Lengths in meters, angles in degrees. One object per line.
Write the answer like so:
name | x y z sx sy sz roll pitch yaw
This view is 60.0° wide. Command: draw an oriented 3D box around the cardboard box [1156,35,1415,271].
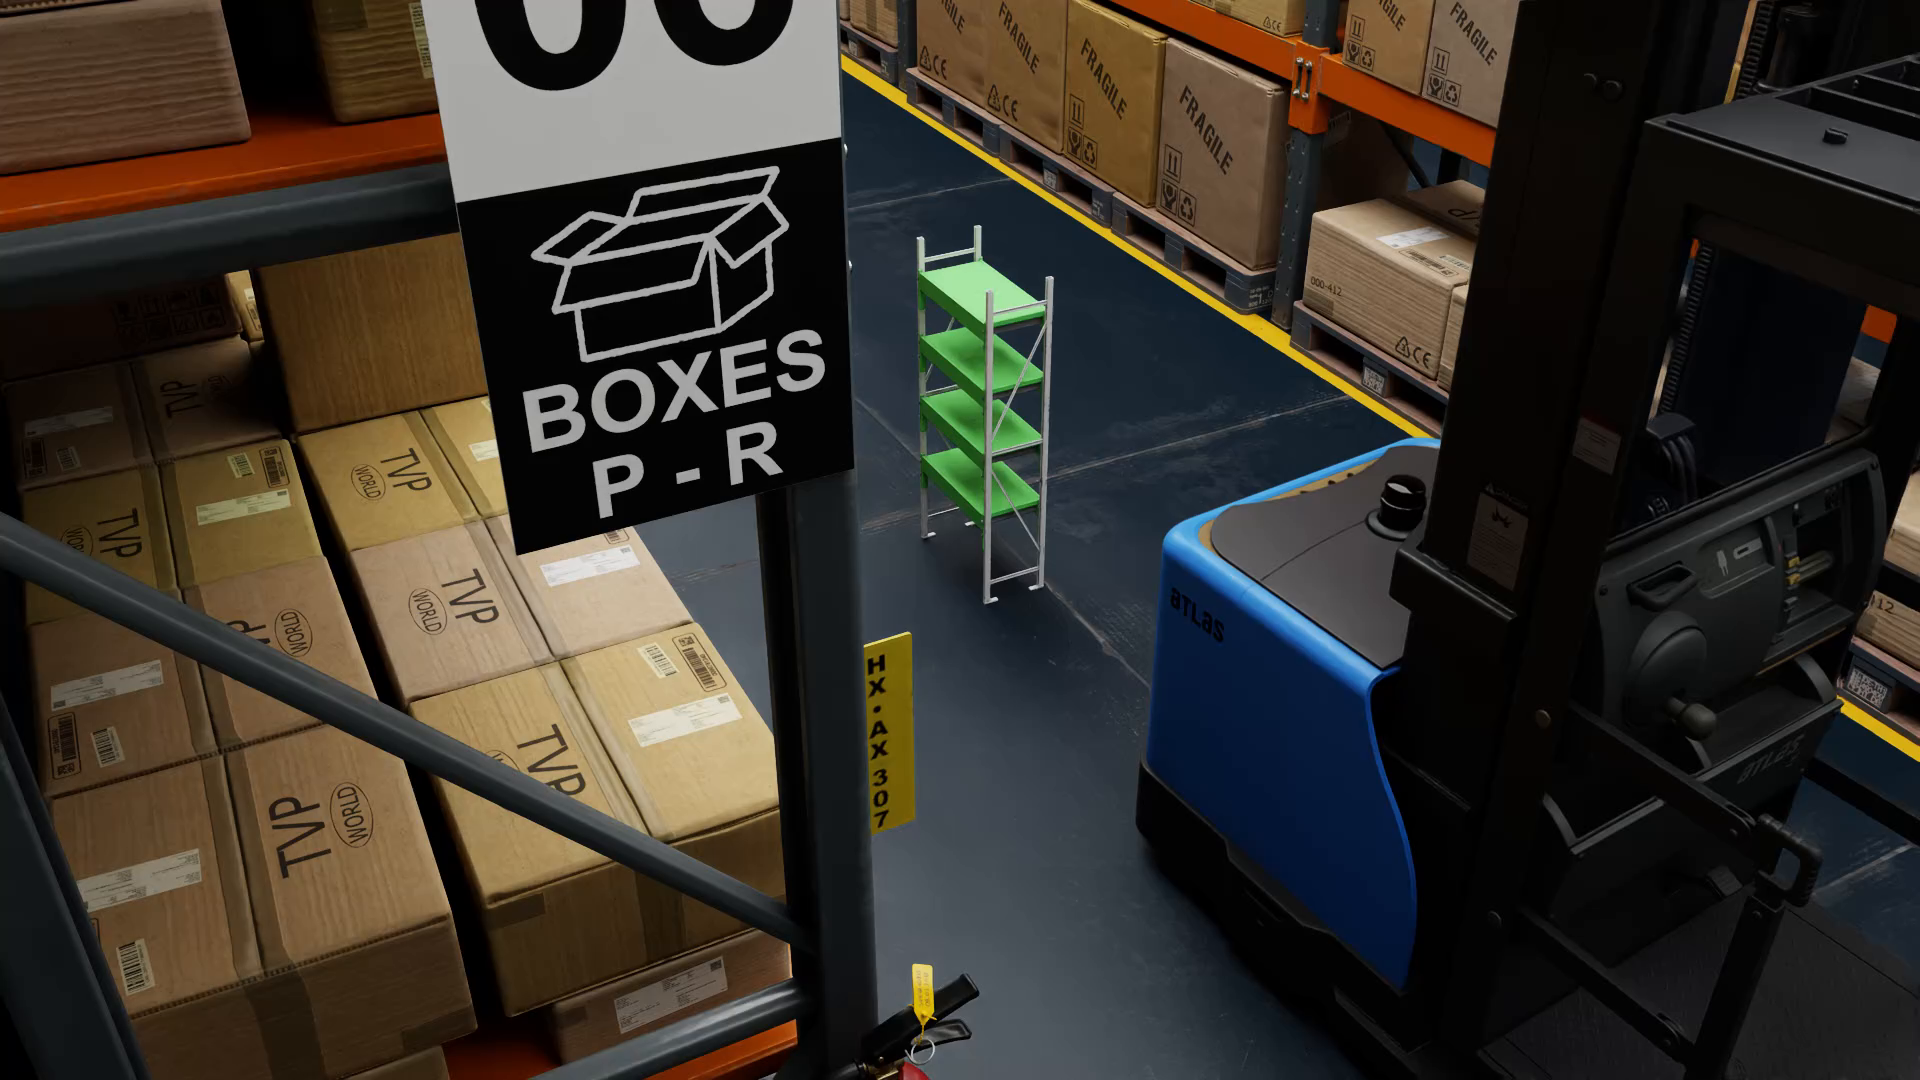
cardboard box | 1.576 -1.946 8.087 0.875 0.875 0.875 -15 35 -22

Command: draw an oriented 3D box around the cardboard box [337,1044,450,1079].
cardboard box | -0.980 0.786 2.475 0.380 0.149 0.250 -16 36 -24

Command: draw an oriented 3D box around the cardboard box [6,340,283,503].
cardboard box | -1.747 -0.177 3.609 0.500 0.250 0.500 -16 36 -23

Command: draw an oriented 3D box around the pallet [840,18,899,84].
pallet | -0.292 -3.496 11.511 1.003 0.211 1.213 -16 36 -23

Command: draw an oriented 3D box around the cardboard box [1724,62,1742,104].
cardboard box | 2.620 -1.414 5.584 0.500 0.500 0.500 -15 35 -22

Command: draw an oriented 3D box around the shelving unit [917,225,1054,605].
shelving unit | 0.077 -0.426 5.803 0.258 1.200 0.503 -16 36 -23

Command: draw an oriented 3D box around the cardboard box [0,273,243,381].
cardboard box | -1.995 -0.738 3.790 0.500 0.500 0.500 -17 36 -24

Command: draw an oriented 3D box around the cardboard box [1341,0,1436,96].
cardboard box | 1.923 -2.140 6.718 0.500 0.500 0.500 -15 35 -22

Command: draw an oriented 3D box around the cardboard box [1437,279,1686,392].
cardboard box | 2.552 -0.732 6.598 0.875 0.438 0.875 -17 36 -24

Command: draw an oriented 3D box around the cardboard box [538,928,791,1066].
cardboard box | -0.499 0.651 2.686 0.380 0.149 0.250 -16 36 -23

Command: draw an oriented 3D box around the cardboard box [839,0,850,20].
cardboard box | -0.535 -3.990 11.743 0.950 0.372 0.625 -17 36 -24

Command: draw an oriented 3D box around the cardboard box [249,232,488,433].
cardboard box | -1.261 -0.607 3.585 0.500 0.500 0.500 -15 36 -22

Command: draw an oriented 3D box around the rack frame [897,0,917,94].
rack frame | 0.071 -4.297 10.177 1.000 3.000 0.127 -16 36 -23

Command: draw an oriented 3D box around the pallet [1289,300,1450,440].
pallet | 2.221 -0.831 7.352 1.003 0.211 1.213 -16 36 -23

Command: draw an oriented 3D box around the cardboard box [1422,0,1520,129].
cardboard box | 2.154 -1.899 6.341 0.500 0.500 0.500 -16 36 -23

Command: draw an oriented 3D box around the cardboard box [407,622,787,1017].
cardboard box | -0.562 0.425 2.670 0.500 0.250 0.500 -16 36 -23

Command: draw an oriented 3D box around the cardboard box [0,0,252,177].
cardboard box | -0.942 -0.481 1.672 0.380 0.149 0.250 -15 36 -22

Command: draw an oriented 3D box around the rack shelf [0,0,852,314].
rack shelf | -1.521 -1.144 3.141 1.077 0.370 4.000 -16 36 -23

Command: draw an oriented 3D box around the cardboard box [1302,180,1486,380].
cardboard box | 2.134 -1.160 7.265 0.875 0.438 0.875 -16 36 -24

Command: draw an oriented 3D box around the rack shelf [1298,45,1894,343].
rack shelf | 2.868 -1.131 5.901 1.077 0.370 4.000 -16 36 -23

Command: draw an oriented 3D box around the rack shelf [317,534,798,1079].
rack shelf | -1.521 0.119 3.950 1.077 0.370 4.000 -16 36 -23

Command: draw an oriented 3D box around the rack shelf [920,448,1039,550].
rack shelf | 0.077 -0.170 5.967 0.258 0.148 0.480 -16 36 -23

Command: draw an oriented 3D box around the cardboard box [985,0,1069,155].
cardboard box | 0.732 -2.802 9.423 0.875 0.875 0.875 -15 36 -23

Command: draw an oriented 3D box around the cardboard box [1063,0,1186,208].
cardboard box | 1.148 -2.375 8.757 0.875 0.875 0.875 -15 36 -22

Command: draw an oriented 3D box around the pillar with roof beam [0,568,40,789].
pillar with roof beam | 0.882 -4.188 4.445 9.100 9.000 0.400 -16 36 -23

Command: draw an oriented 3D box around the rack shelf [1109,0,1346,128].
rack shelf | 1.003 -3.040 8.881 1.077 0.370 4.000 -16 36 -23

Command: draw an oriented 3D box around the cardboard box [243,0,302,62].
cardboard box | -0.677 -0.715 2.038 0.380 0.149 0.250 -15 36 -22

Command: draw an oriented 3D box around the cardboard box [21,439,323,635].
cardboard box | -1.504 0.072 3.220 0.500 0.250 0.500 -15 35 -22

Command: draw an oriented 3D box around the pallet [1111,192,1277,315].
pallet | 1.509 -1.563 8.494 1.003 0.211 1.213 -16 36 -23

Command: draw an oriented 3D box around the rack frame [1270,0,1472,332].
rack frame | 1.936 -2.388 7.197 1.000 3.000 0.127 -16 36 -23

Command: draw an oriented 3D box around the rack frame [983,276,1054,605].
rack frame | 0.191 -0.310 5.621 0.240 1.200 0.015 -16 36 -23

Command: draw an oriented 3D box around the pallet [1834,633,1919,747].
pallet | 3.359 0.333 5.535 1.003 0.211 1.213 -16 36 -23

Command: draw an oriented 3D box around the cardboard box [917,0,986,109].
cardboard box | 0.319 -3.229 10.089 0.875 0.875 0.875 -16 36 -24

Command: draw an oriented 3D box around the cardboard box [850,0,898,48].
cardboard box | -0.184 -3.640 11.197 0.950 0.372 0.625 -18 37 -26

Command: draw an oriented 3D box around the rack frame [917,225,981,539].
rack frame | -0.037 -0.543 5.985 0.240 1.200 0.015 -16 36 -23

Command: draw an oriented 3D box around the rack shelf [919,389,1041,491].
rack shelf | 0.077 -0.372 5.838 0.258 0.148 0.480 -16 36 -23

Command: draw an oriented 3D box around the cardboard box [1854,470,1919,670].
cardboard box | 3.405 0.133 5.248 0.875 0.438 0.875 -17 36 -25

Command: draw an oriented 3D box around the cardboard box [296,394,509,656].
cardboard box | -1.036 -0.057 3.422 0.500 0.250 0.500 -17 36 -24

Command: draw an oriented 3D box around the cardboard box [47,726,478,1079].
cardboard box | -1.038 0.556 2.465 0.500 0.250 0.500 -15 36 -22

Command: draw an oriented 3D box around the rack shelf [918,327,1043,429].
rack shelf | 0.077 -0.575 5.708 0.258 0.148 0.480 -16 36 -23

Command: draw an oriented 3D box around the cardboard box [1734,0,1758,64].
cardboard box | 2.635 -1.832 5.309 0.500 0.500 0.500 -16 36 -23

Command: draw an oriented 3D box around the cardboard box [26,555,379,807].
cardboard box | -1.277 0.310 2.849 0.500 0.250 0.500 -16 36 -23

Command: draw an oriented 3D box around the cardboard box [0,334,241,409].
cardboard box | -1.983 -0.411 3.975 0.500 0.250 0.500 -15 36 -22

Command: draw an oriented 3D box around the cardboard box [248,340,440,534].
cardboard box | -1.293 -0.296 3.794 0.500 0.250 0.500 -17 36 -24

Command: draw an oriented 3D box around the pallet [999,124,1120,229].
pallet | 0.937 -2.146 9.404 1.003 0.211 1.213 -16 36 -23

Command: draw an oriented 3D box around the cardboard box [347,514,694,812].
cardboard box | -0.797 0.184 3.045 0.500 0.250 0.500 -15 36 -23

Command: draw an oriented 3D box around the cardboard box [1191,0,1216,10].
cardboard box | 1.267 -2.719 7.852 0.500 0.250 0.500 -16 36 -24

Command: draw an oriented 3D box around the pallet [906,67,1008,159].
pallet | 0.372 -2.728 10.312 1.003 0.211 1.213 -16 36 -23

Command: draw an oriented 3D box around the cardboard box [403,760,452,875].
cardboard box | -0.812 0.424 3.040 0.380 0.149 0.250 -16 36 -24

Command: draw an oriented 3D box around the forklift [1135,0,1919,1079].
forklift | 1.731 0.163 3.278 1.130 2.935 3.031 -19 37 -27

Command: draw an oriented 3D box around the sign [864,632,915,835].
sign | -0.109 0.270 2.246 0.100 0.325 0.005 -16 36 -23

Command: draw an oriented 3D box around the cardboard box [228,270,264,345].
cardboard box | -1.533 -0.542 4.178 0.500 0.250 0.500 -16 36 -23

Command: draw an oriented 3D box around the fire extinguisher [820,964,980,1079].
fire extinguisher | -0.111 0.915 2.459 0.296 0.674 0.183 -16 36 -23

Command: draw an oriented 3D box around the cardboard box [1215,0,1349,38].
cardboard box | 1.504 -2.476 7.473 0.500 0.250 0.500 -17 36 -24

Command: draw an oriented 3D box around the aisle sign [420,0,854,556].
aisle sign | -0.297 -0.365 1.629 0.394 0.787 0.004 -16 36 -23

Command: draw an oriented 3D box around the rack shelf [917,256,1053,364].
rack shelf | 0.077 -0.777 5.579 0.258 0.148 0.480 -16 36 -23

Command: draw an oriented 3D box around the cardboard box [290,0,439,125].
cardboard box | -0.531 -0.597 1.853 0.380 0.149 0.250 -15 36 -22

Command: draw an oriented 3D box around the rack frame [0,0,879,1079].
rack frame | -0.586 0.770 2.267 0.949 2.616 0.053 -16 36 -23

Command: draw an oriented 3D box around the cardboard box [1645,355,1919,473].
cardboard box | 2.971 -0.302 5.926 0.875 0.438 0.875 -15 36 -22
